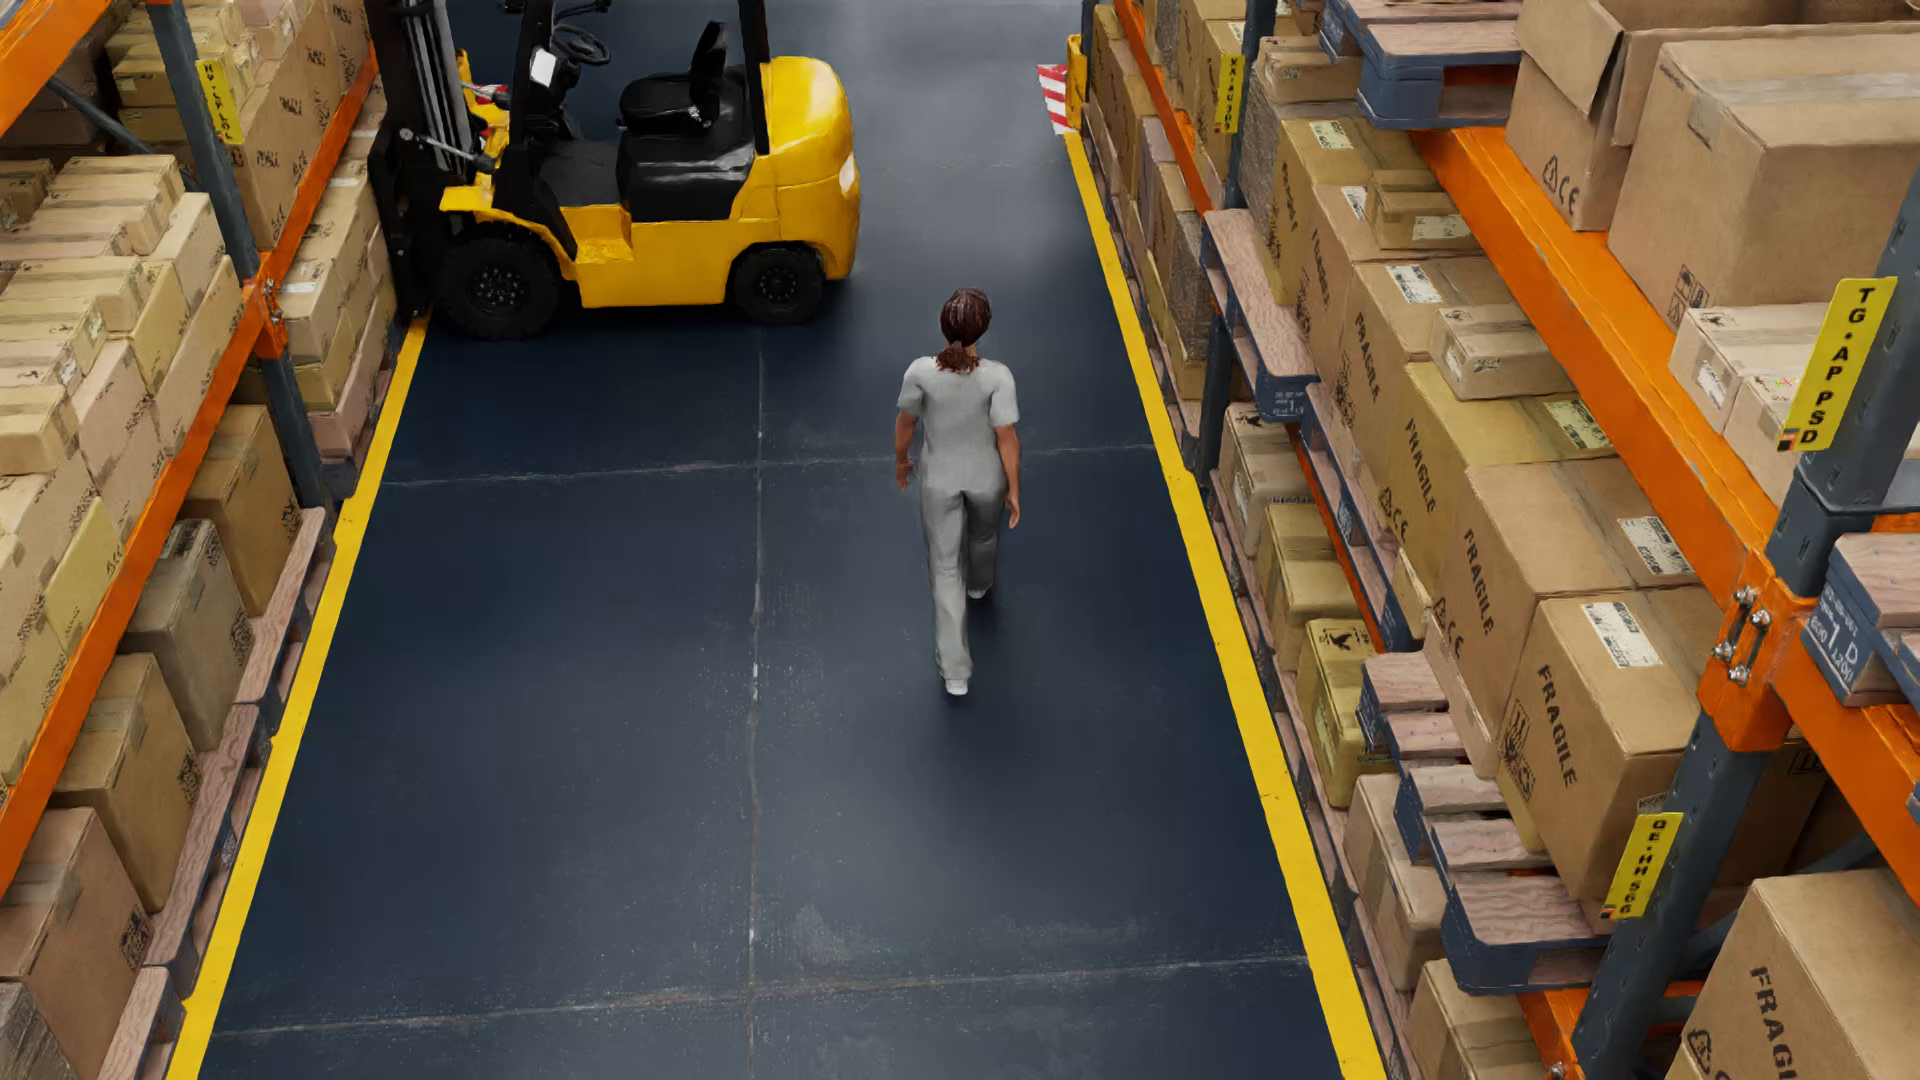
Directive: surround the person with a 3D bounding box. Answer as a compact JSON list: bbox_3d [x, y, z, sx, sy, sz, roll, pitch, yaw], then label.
[{"bbox_3d":[-0.009,-0.272,6.498,0.499,1.629,0.931,2,39,2],"label":"person"}]
